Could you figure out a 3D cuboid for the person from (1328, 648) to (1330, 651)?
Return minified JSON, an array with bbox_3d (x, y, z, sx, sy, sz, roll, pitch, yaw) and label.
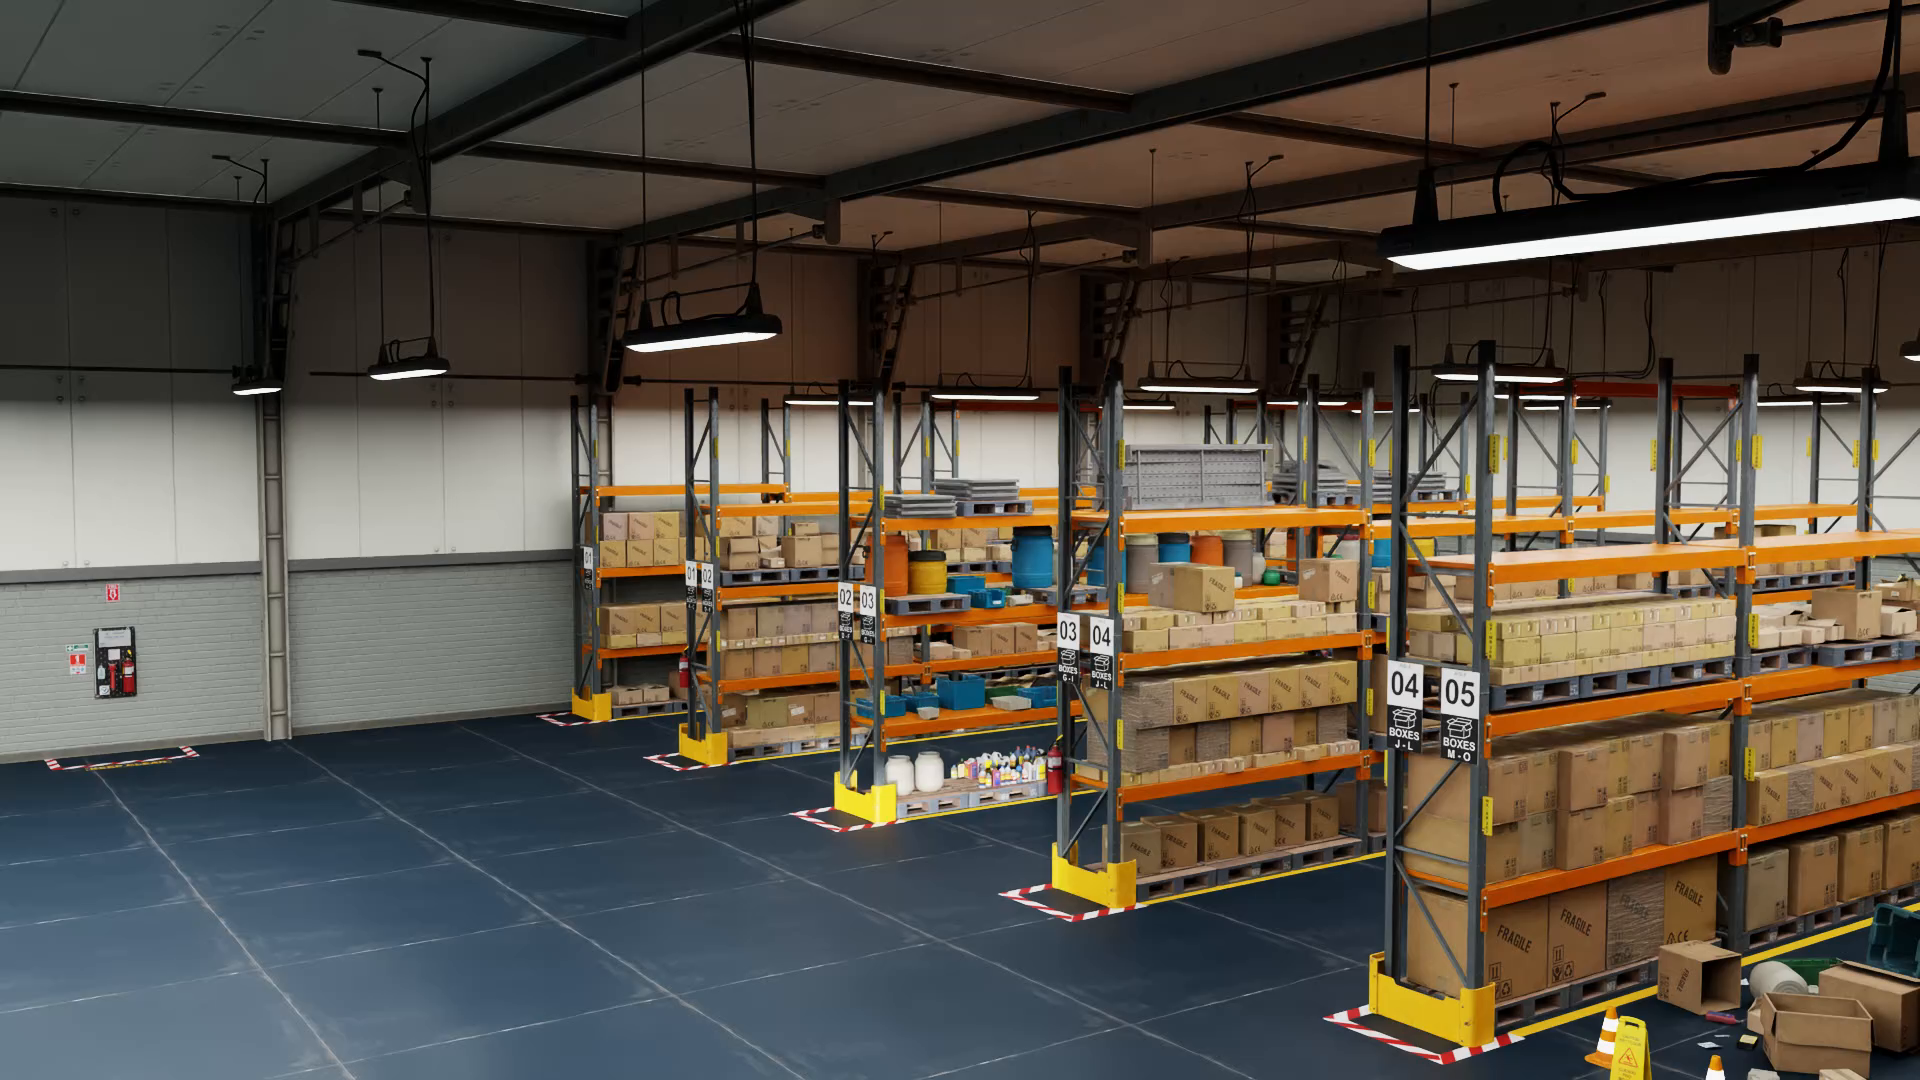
[{"bbox_3d":[8.312,1.971,38.207,0.581,1.778,0.740,-2,4,-29],"label":"person"}]
